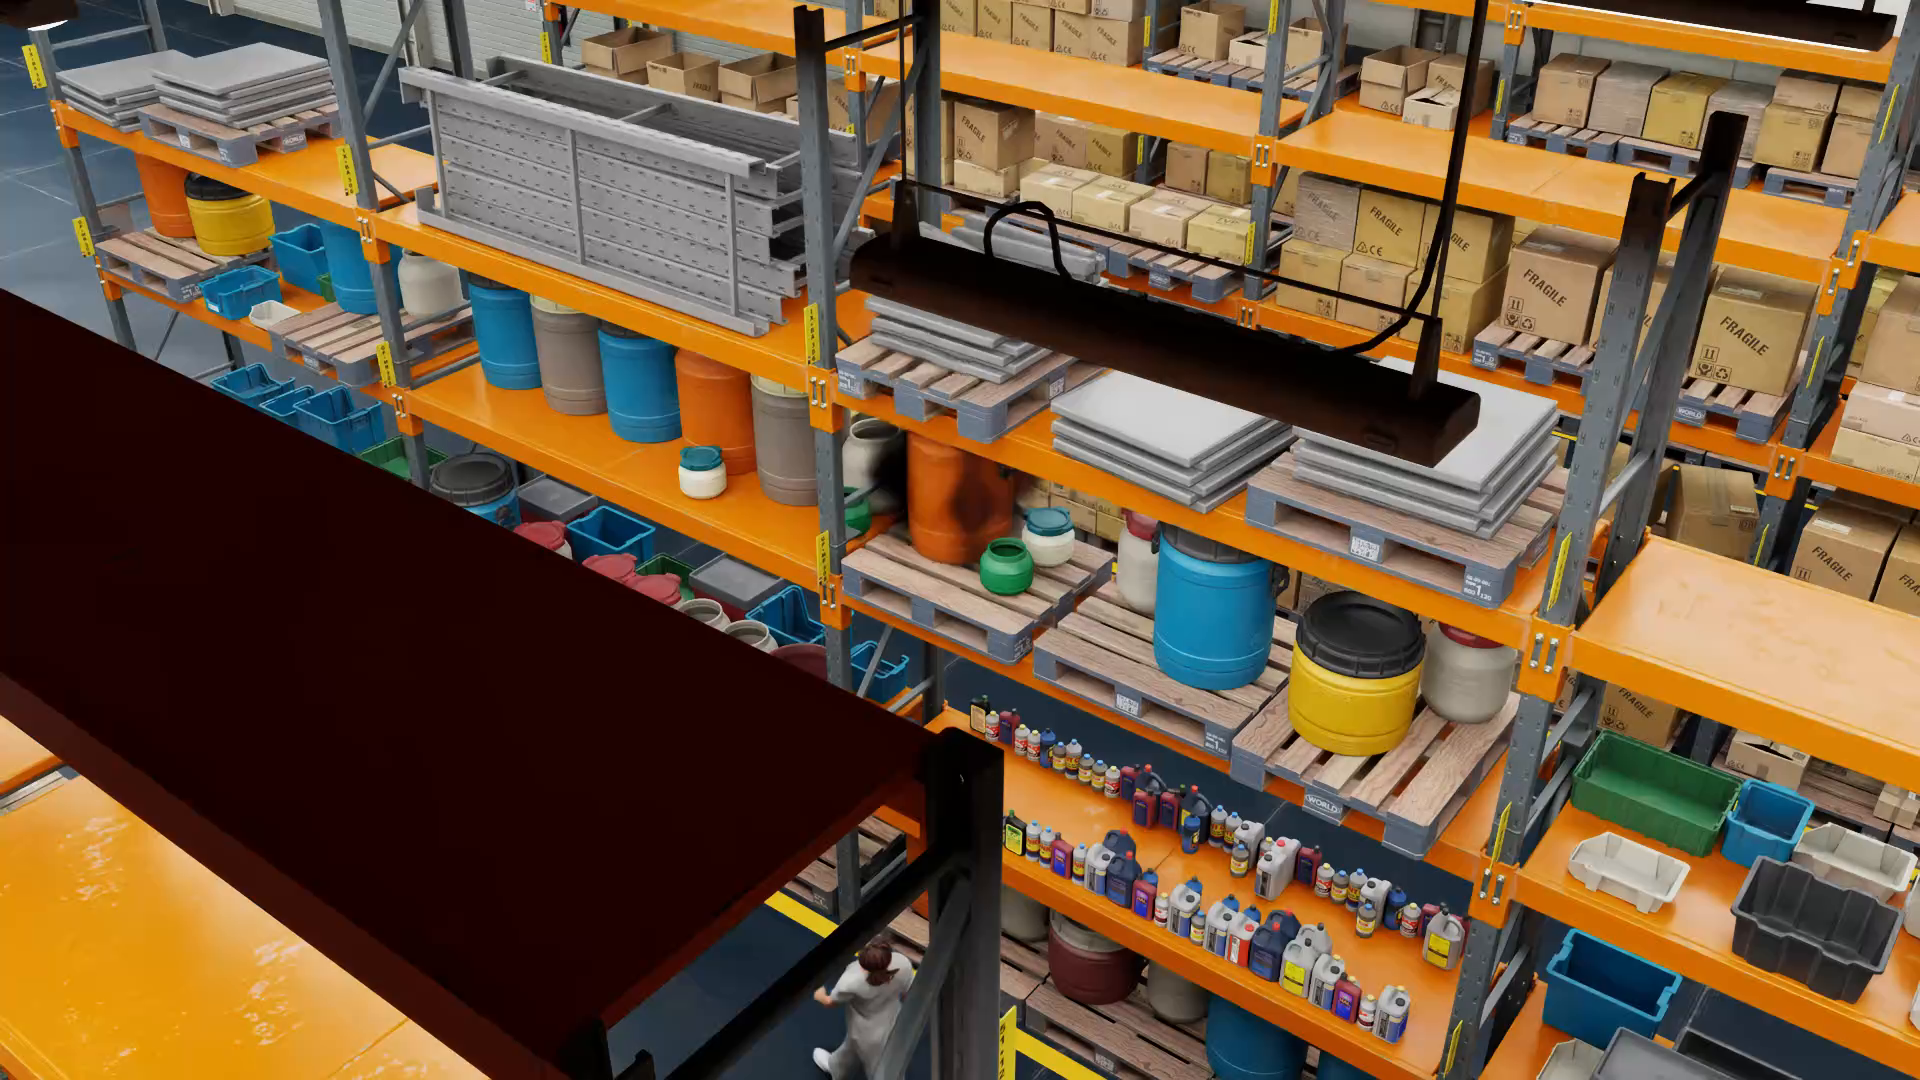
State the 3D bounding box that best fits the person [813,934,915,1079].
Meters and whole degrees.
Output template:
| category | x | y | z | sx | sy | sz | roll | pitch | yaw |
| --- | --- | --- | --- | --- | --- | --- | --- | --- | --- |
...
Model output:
| category | x | y | z | sx | sy | sz | roll | pitch | yaw |
| --- | --- | --- | --- | --- | --- | --- | --- | --- | --- |
| person | -0.537 | 2.692 | 9.311 | 1.037 | 1.580 | 0.434 | 21 | 37 | 30 |
